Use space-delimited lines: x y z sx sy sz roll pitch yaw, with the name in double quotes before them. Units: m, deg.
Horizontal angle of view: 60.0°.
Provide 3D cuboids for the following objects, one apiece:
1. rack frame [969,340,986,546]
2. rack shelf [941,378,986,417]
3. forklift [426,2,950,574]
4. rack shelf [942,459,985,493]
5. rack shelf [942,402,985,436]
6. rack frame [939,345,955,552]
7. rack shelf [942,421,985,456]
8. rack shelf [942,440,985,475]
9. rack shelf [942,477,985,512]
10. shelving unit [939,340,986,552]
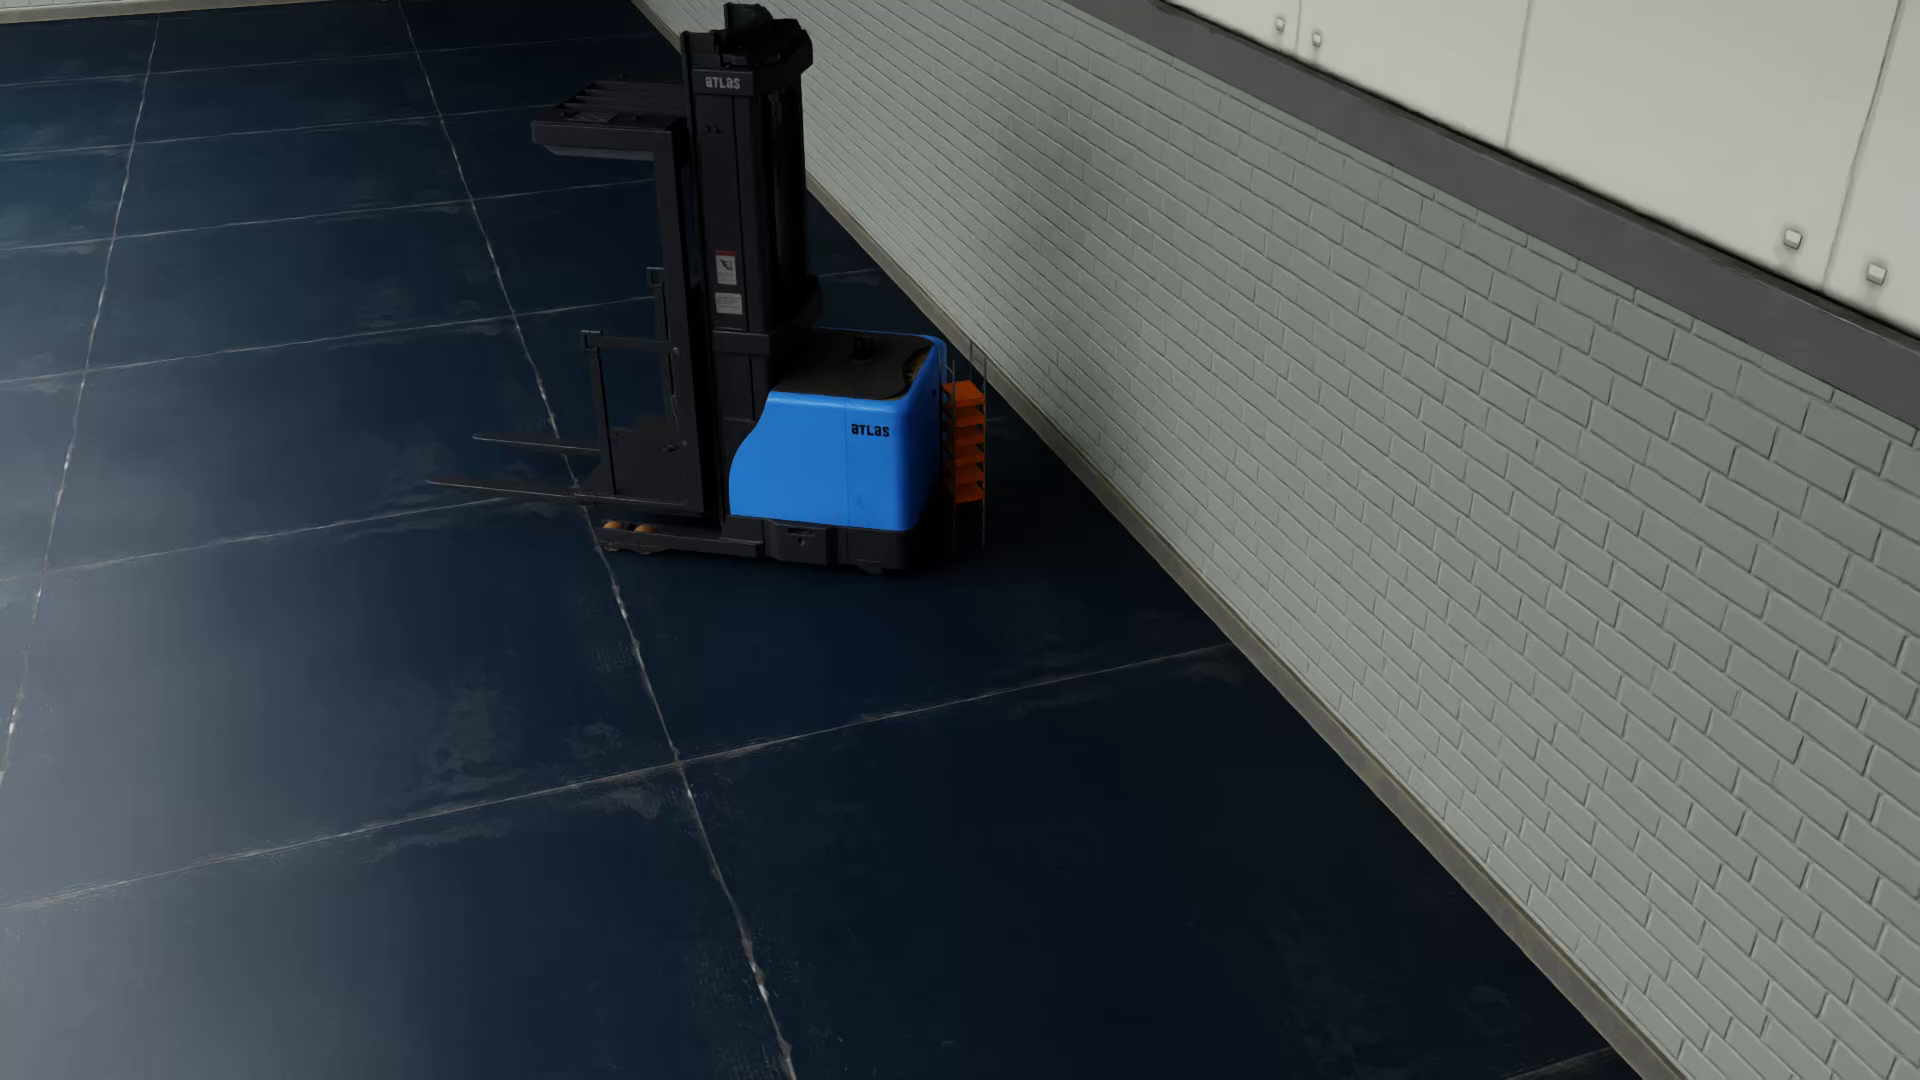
"rack frame" 0.099 -0.540 9.485 0.006 1.200 0.240 -10 31 -18
"rack shelf" 0.014 -0.798 9.301 0.180 0.103 0.258 -10 31 -18
"forklift" -1.634 -1.440 9.317 3.031 2.935 1.130 6 30 10
"rack shelf" 0.014 -0.381 9.539 0.180 0.103 0.258 -10 31 -18
"rack shelf" 0.014 -0.694 9.361 0.180 0.103 0.258 -10 31 -18
"rack frame" -0.072 -0.508 9.430 0.006 1.200 0.240 -10 31 -18
"rack shelf" 0.014 -0.589 9.420 0.180 0.103 0.258 -10 31 -18
"rack shelf" 0.014 -0.485 9.479 0.180 0.103 0.258 -10 31 -18
"rack shelf" 0.014 -0.277 9.598 0.180 0.103 0.258 -10 31 -18
"shelving unit" 0.014 -0.524 9.457 0.189 1.200 0.258 -10 31 -18
